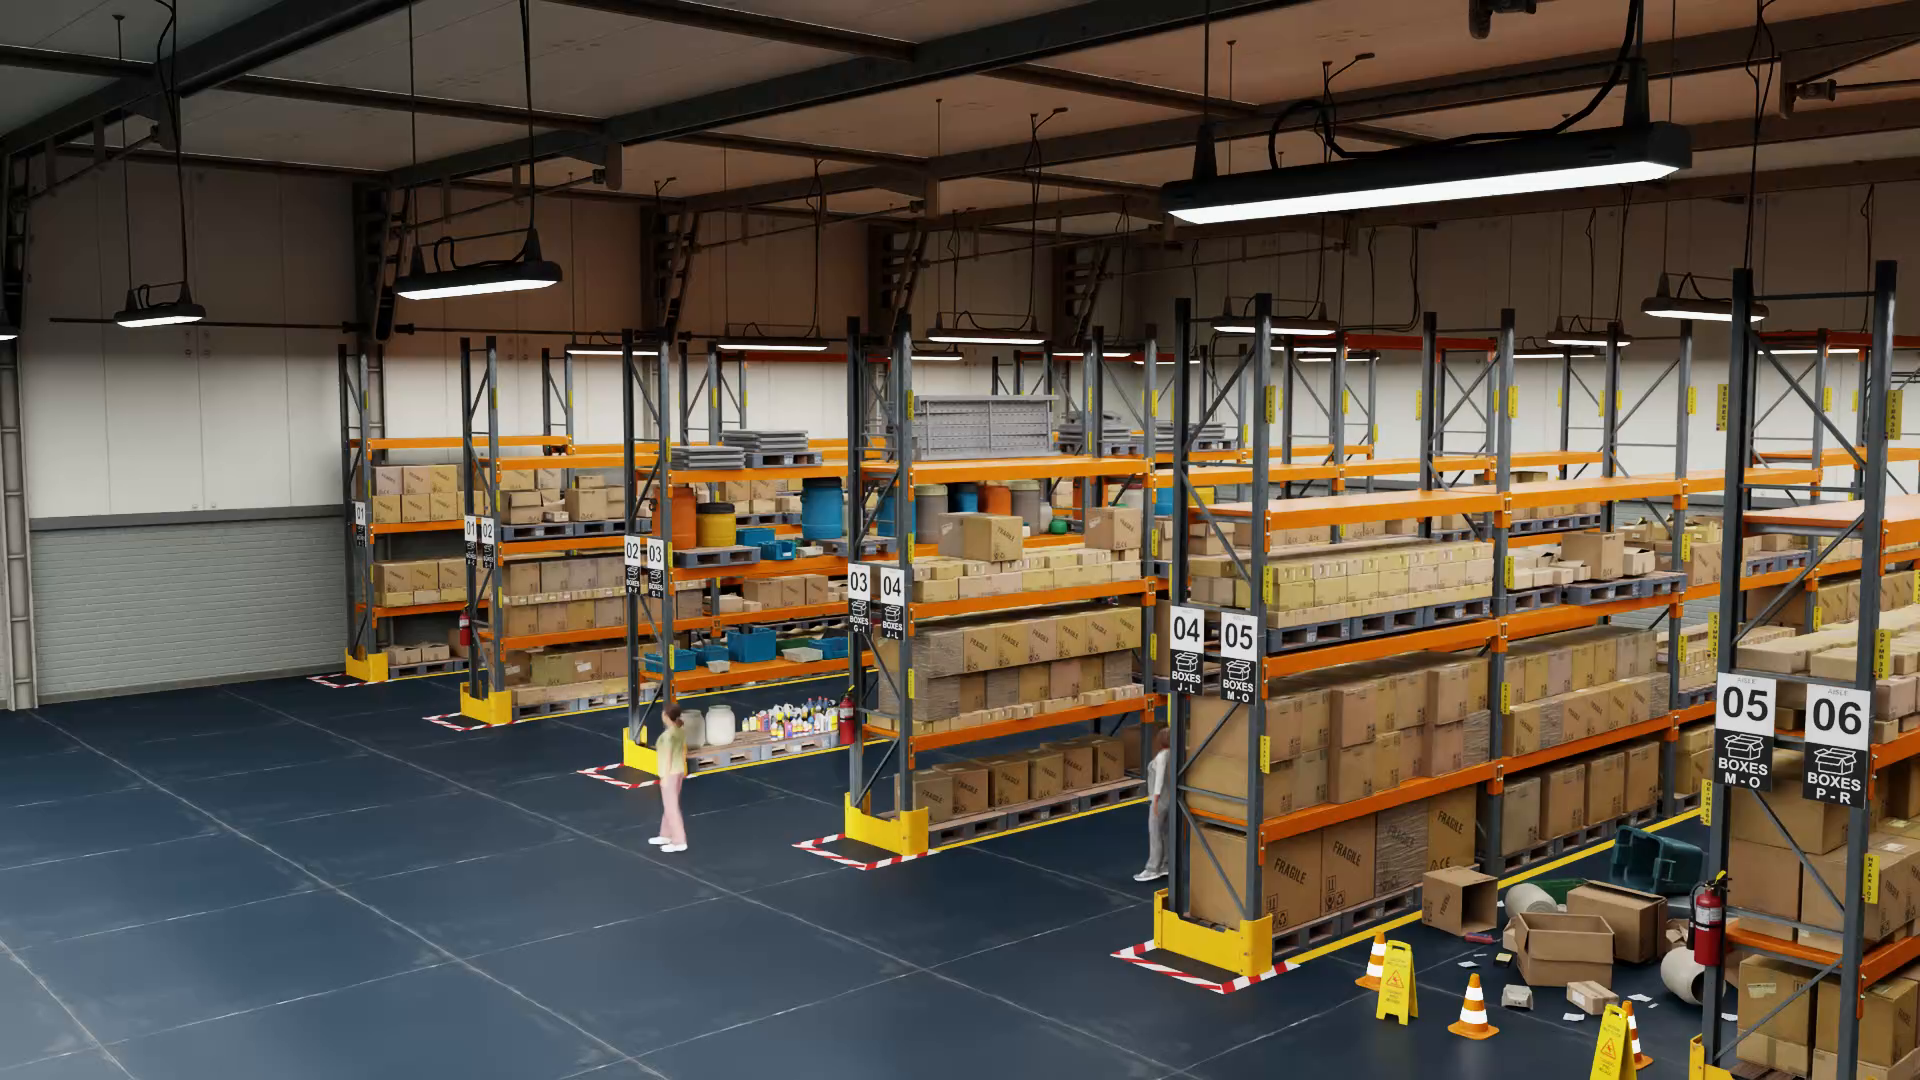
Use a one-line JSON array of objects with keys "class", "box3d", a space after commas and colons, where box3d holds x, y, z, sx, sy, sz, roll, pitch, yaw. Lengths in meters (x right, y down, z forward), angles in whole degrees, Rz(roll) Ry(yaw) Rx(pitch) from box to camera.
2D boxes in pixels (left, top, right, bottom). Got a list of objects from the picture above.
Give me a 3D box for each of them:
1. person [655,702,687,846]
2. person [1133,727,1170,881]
[{"class": "person", "box3d": [-3.267, 2.618, 18.696, 0.430, 1.600, 0.459, 1, 5, 14]}, {"class": "person", "box3d": [2.104, 2.798, 17.666, 0.374, 1.595, 0.509, 3, 6, 27]}]
